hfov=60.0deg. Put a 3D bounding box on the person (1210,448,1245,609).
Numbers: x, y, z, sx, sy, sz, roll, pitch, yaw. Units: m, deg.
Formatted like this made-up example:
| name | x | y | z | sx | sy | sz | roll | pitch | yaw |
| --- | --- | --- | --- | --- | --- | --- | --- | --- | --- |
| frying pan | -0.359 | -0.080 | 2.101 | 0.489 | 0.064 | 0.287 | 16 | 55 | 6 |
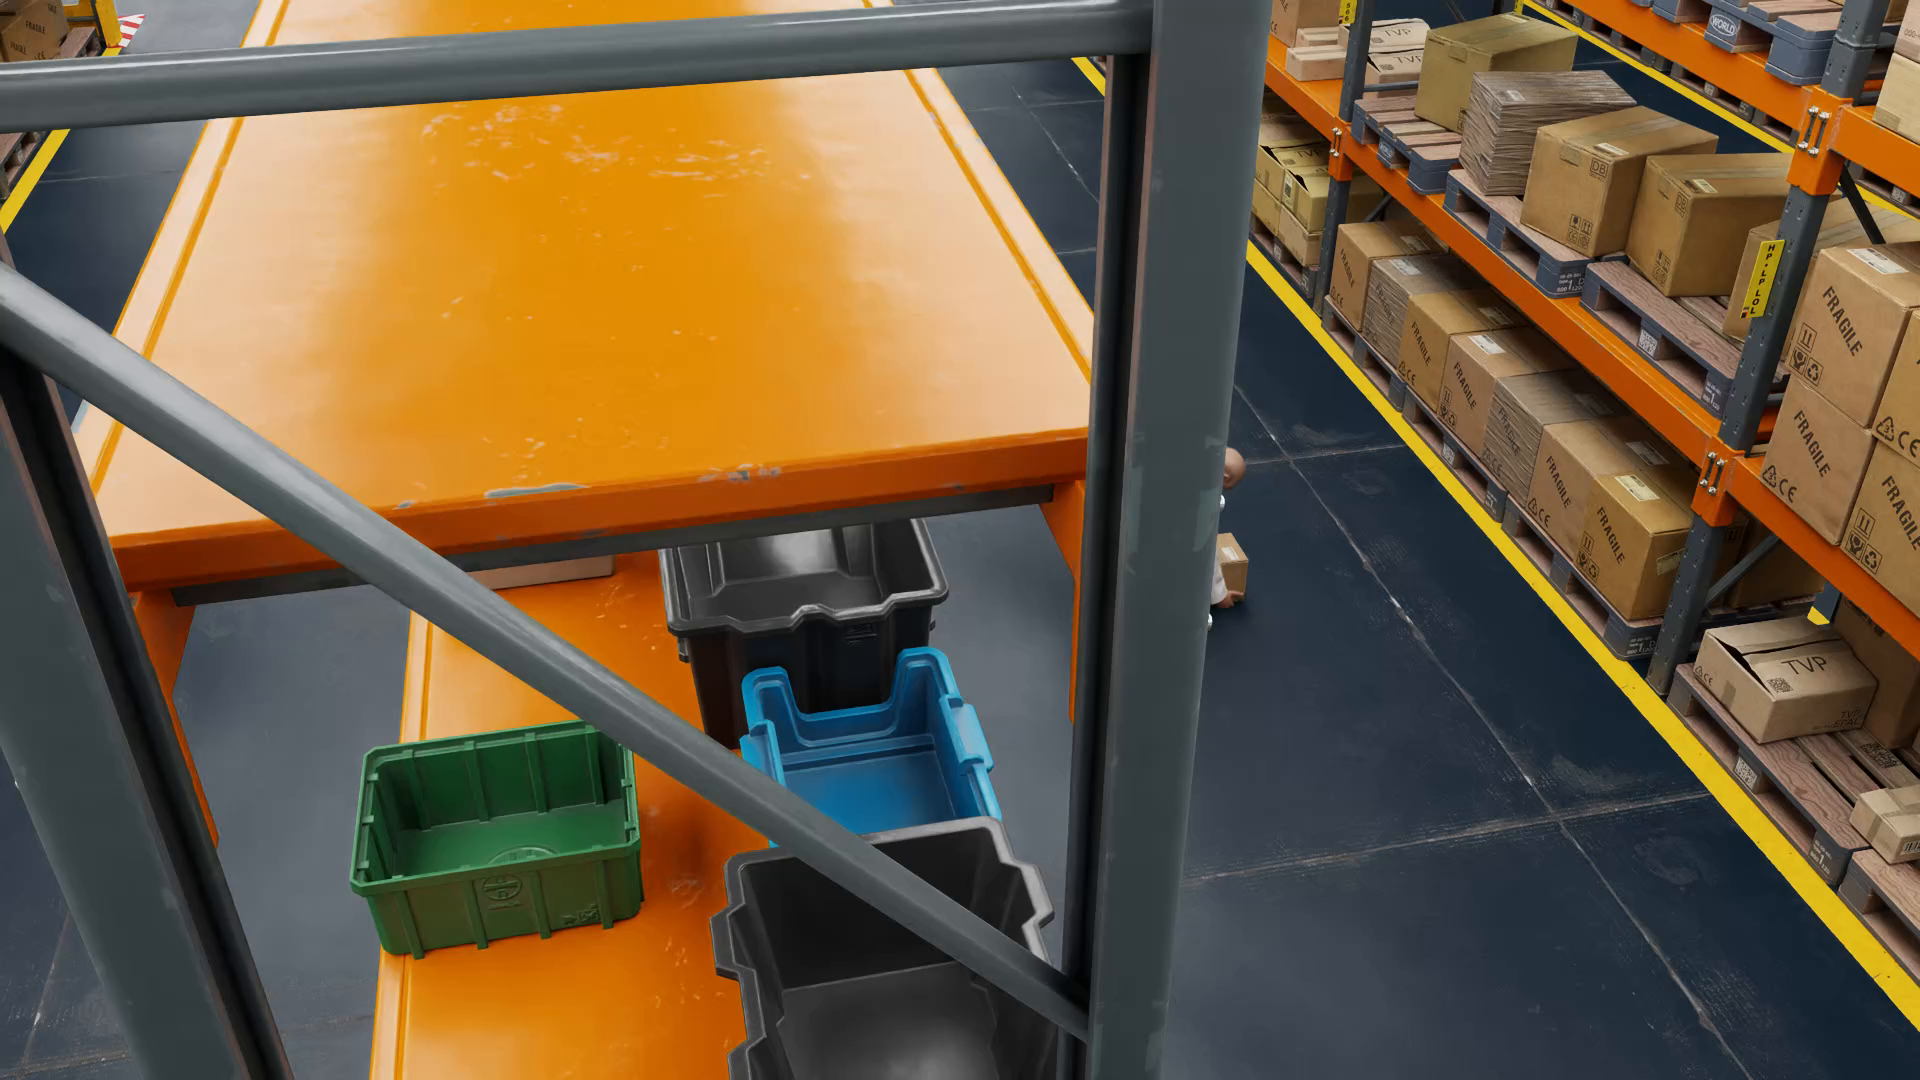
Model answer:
| name | x | y | z | sx | sy | sz | roll | pitch | yaw |
| --- | --- | --- | --- | --- | --- | --- | --- | --- | --- |
| person | 0.933 | -0.015 | 8.089 | 0.929 | 0.810 | 0.570 | -8 | 35 | -12 |
